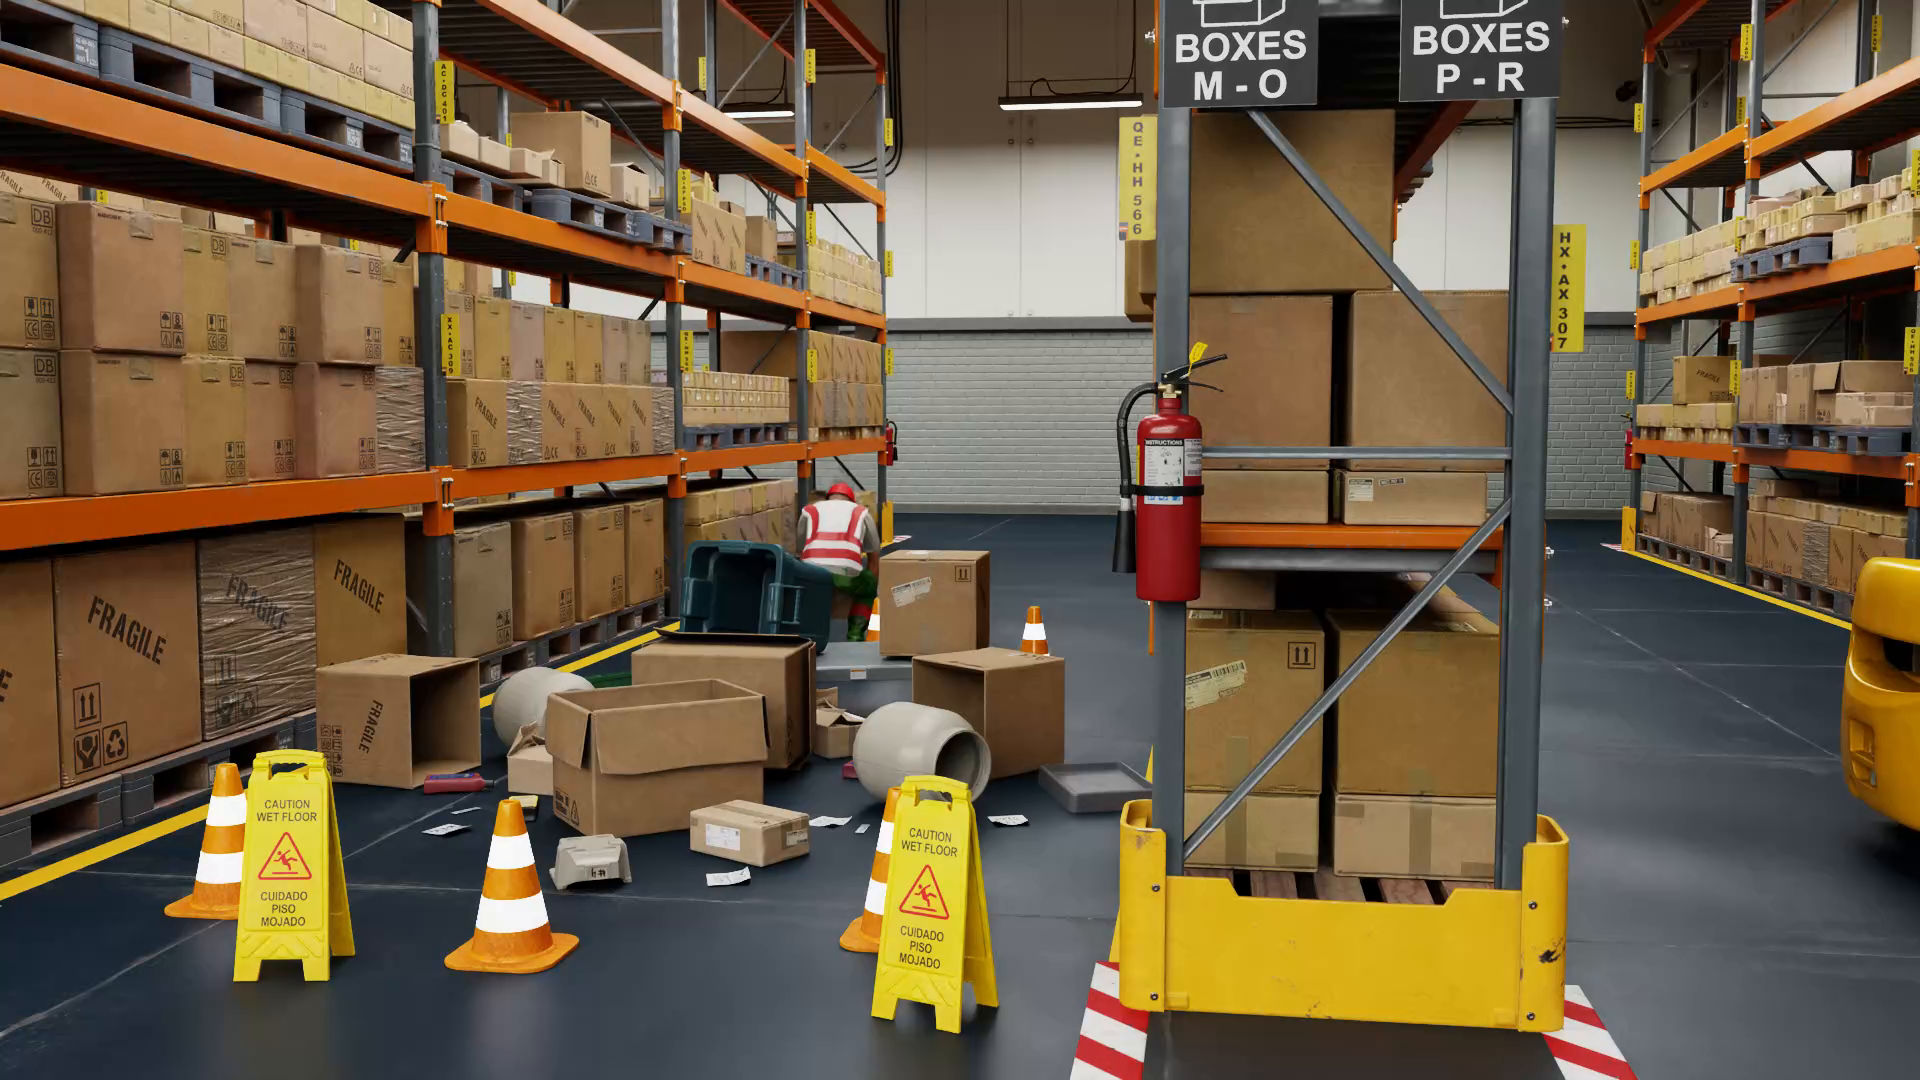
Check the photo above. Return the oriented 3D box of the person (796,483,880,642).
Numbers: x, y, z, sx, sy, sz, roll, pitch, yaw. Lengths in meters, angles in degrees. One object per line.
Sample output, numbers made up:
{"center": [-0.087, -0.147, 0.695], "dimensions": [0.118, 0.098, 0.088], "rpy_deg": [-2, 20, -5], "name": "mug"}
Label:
{"center": [-0.841, 0.198, 11.127], "dimensions": [0.583, 1.136, 0.854], "rpy_deg": [1, 4, 9], "name": "person"}
